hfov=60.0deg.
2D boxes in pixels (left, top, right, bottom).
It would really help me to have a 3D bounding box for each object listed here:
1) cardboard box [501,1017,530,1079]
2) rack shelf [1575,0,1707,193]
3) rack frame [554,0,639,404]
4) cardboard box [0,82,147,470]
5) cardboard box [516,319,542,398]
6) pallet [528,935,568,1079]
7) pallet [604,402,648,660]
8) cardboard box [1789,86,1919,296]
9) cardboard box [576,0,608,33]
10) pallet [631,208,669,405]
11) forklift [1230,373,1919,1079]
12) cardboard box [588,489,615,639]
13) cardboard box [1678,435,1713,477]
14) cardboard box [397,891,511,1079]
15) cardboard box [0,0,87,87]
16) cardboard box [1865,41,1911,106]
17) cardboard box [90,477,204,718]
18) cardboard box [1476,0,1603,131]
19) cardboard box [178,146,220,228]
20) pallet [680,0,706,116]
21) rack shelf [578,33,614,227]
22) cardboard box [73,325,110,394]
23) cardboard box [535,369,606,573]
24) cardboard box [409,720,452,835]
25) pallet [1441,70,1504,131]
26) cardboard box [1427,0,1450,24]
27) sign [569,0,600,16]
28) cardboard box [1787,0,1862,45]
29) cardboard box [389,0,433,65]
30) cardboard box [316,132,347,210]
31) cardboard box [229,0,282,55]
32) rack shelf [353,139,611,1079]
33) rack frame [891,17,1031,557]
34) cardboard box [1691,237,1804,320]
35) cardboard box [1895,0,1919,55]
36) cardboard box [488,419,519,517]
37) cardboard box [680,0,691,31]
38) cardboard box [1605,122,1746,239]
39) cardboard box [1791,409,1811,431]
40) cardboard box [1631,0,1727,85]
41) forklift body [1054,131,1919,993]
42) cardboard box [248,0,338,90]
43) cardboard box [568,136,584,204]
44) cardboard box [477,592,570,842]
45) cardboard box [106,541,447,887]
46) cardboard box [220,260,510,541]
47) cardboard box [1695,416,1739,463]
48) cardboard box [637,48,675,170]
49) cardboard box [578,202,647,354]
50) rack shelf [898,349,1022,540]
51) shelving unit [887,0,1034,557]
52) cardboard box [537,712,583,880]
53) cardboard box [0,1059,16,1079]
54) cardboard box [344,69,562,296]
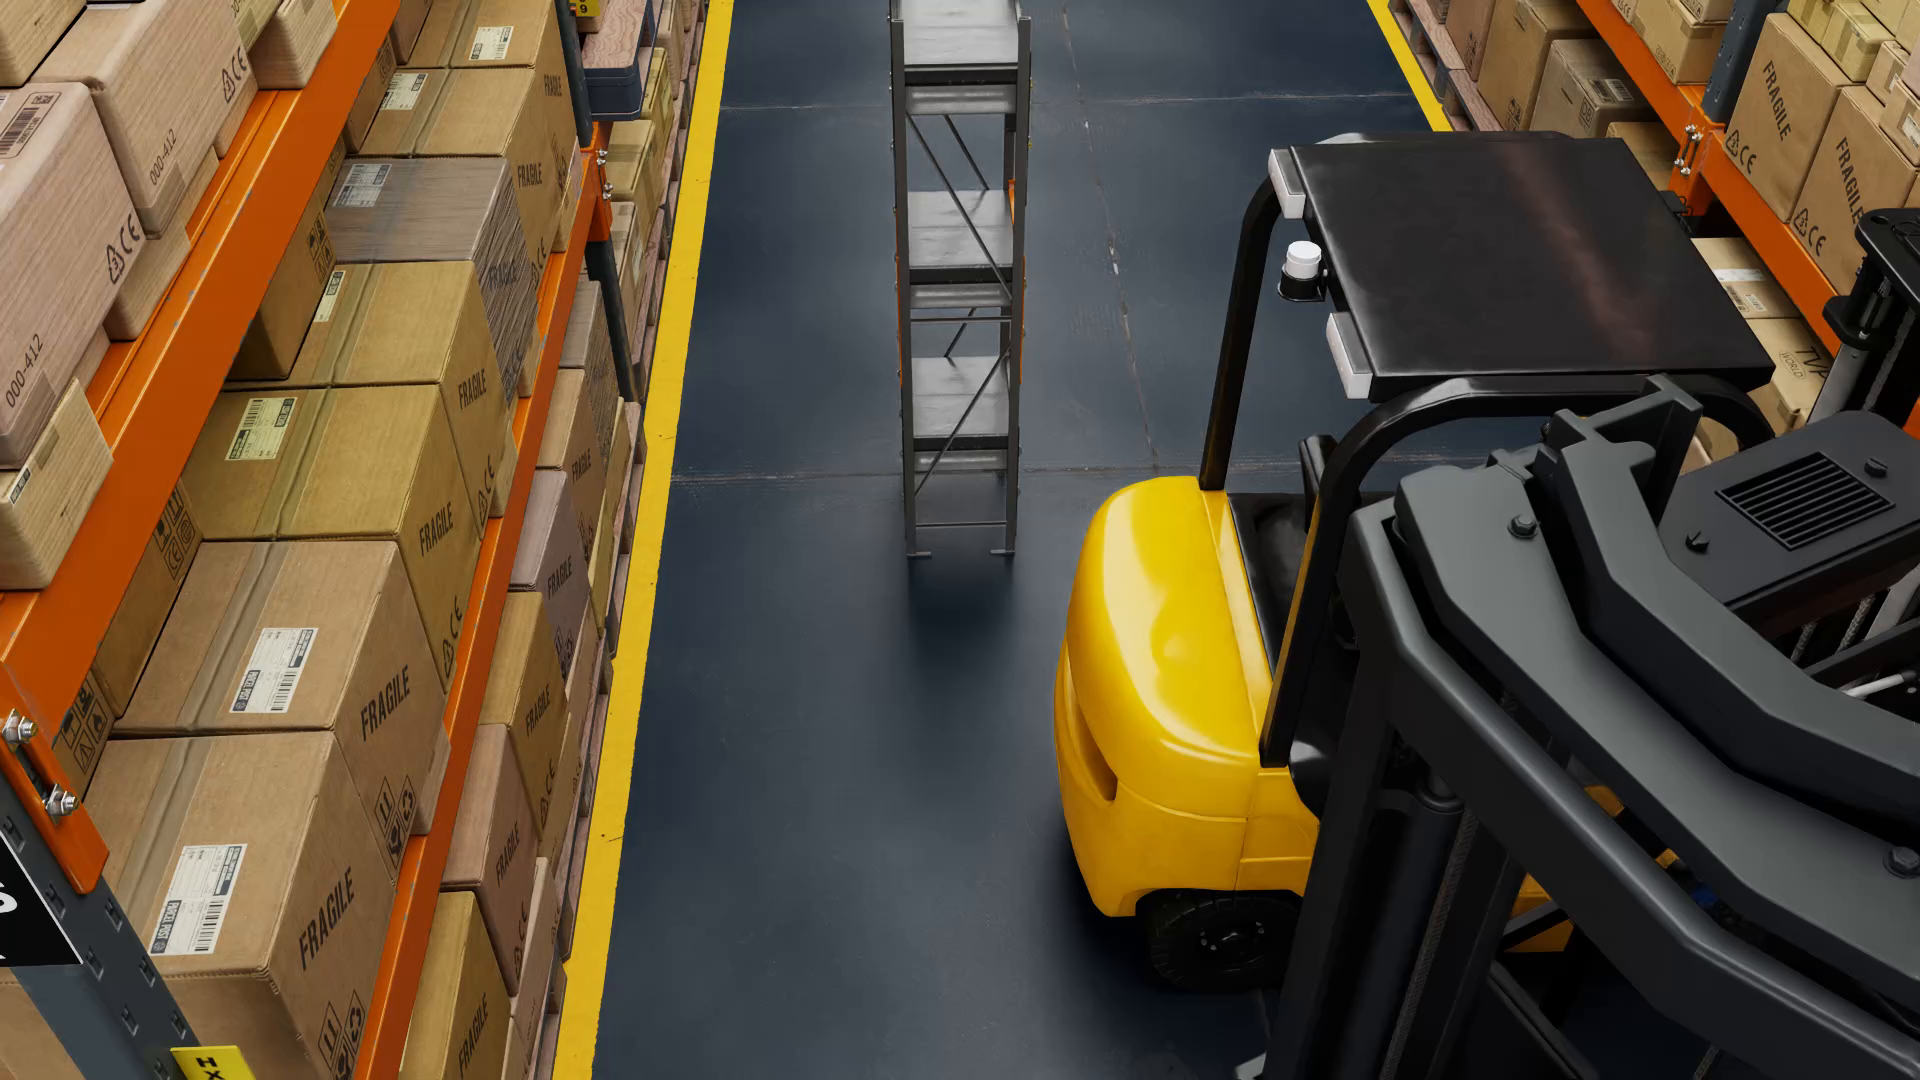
[{"bbox_3d":[-1.377,1.483,4.137,0.500,0.250,0.500,-2,43,-2],"label":"cardboard box"},{"bbox_3d":[3.085,-2.754,7.567,1.077,0.370,4.000,-2,43,-2],"label":"rack shelf"},{"bbox_3d":[-1.789,-1.524,5.693,1.000,3.000,0.127,-2,43,-2],"label":"rack frame"},{"bbox_3d":[-1.375,-0.331,2.062,0.500,0.250,0.500,-2,43,-3],"label":"cardboard box"},{"bbox_3d":[-1.425,-0.537,4.802,0.380,0.149,0.250,-2,43,-2],"label":"cardboard box"},{"bbox_3d":[-1.622,1.604,4.344,1.003,0.211,1.213,-2,43,-2],"label":"pallet"},{"bbox_3d":[-1.726,-0.044,6.141,1.003,0.211,1.213,-2,43,-2],"label":"pallet"},{"bbox_3d":[2.966,-1.048,5.099,0.500,0.500,0.500,-1,43,-1],"label":"cardboard box"},{"bbox_3d":[-1.497,-1.968,6.053,0.380,0.149,0.250,-1,43,-1],"label":"cardboard box"},{"bbox_3d":[-1.824,-1.022,7.208,1.003,0.211,1.213,-2,43,-2],"label":"pallet"},{"bbox_3d":[1.367,0.990,3.001,3.031,2.935,1.130,-19,46,-20],"label":"forklift"},{"bbox_3d":[-1.463,0.085,5.661,0.500,0.250,0.500,-3,43,-3],"label":"cardboard box"},{"bbox_3d":[2.896,-0.132,5.898,0.500,0.250,0.500,-3,43,-3],"label":"cardboard box"},{"bbox_3d":[-1.379,1.190,3.901,0.500,0.500,0.500,-3,43,-3],"label":"cardboard box"},{"bbox_3d":[-1.406,-0.717,2.188,0.380,0.149,0.250,-2,43,-2],"label":"cardboard box"},{"bbox_3d":[2.972,-1.372,4.973,0.380,0.149,0.250,-2,43,-2],"label":"cardboard box"},{"bbox_3d":[-1.873,-0.019,3.017,0.700,0.500,0.500,-1,43,-1],"label":"cardboard box"},{"bbox_3d":[3.077,-2.332,8.021,0.875,0.625,0.625,-3,43,-4],"label":"cardboard box"},{"bbox_3d":[-1.422,-0.591,2.641,0.380,0.149,0.250,-2,43,-2],"label":"cardboard box"},{"bbox_3d":[-1.928,-2.669,9.005,1.003,0.211,1.213,-2,43,-2],"label":"pallet"},{"bbox_3d":[-1.874,-2.609,7.409,1.077,0.370,4.000,-2,43,-2],"label":"rack shelf"},{"bbox_3d":[-1.410,-0.245,2.263,0.380,0.149,0.250,-3,43,-3],"label":"cardboard box"},{"bbox_3d":[-1.473,-0.207,5.425,0.500,0.500,0.500,-1,43,-1],"label":"cardboard box"},{"bbox_3d":[-1.347,0.510,3.660,0.380,0.149,0.250,-1,43,-1],"label":"cardboard box"},{"bbox_3d":[3.045,-1.963,8.235,1.003,0.211,1.213,-2,43,-2],"label":"pallet"},{"bbox_3d":[3.013,-3.227,8.998,0.875,0.625,0.625,0,43,0],"label":"cardboard box"},{"bbox_3d":[-1.248,-1.864,5.423,0.100,0.325,0.005,-2,43,-2],"label":"sign"},{"bbox_3d":[2.920,-1.722,5.355,0.380,0.149,0.250,-2,43,-2],"label":"cardboard box"},{"bbox_3d":[-1.987,-1.736,4.890,0.700,0.500,0.500,-2,43,-2],"label":"cardboard box"},{"bbox_3d":[-1.993,-1.051,4.142,0.700,0.500,0.500,-3,43,-3],"label":"cardboard box"},{"bbox_3d":[-1.433,-1.019,2.813,0.500,0.250,0.500,0,43,-1],"label":"cardboard box"},{"bbox_3d":[-1.704,0.091,4.463,1.077,0.370,4.000,-2,43,-2],"label":"rack shelf"},{"bbox_3d":[0.003,-0.721,5.483,0.400,2.100,0.015,-2,43,-2],"label":"rack frame"},{"bbox_3d":[2.877,-0.843,5.934,0.500,0.250,0.500,-2,43,-2],"label":"cardboard box"},{"bbox_3d":[3.008,-1.485,4.876,0.380,0.149,0.250,-2,43,-3],"label":"cardboard box"},{"bbox_3d":[-1.397,-0.191,4.424,0.380,0.149,0.250,-1,43,-1],"label":"cardboard box"},{"bbox_3d":[-1.945,-3.029,8.968,0.950,0.372,0.625,-4,43,-5],"label":"cardboard box"},{"bbox_3d":[3.136,-1.300,6.895,0.875,0.625,0.625,0,43,0],"label":"cardboard box"},{"bbox_3d":[2.921,-0.162,5.191,0.500,0.250,0.500,0,43,0],"label":"cardboard box"},{"bbox_3d":[2.887,-1.946,6.264,0.500,0.250,0.500,-1,43,-1],"label":"cardboard box"},{"bbox_3d":[1.436,0.117,4.531,2.313,2.155,1.214,-2,43,-2],"label":"forklift body"},{"bbox_3d":[-1.368,-0.942,3.024,0.380,0.149,0.250,-1,43,-1],"label":"cardboard box"},{"bbox_3d":[-1.471,-1.223,5.550,0.380,0.149,0.250,-2,43,-2],"label":"cardboard box"},{"bbox_3d":[-1.419,0.499,4.655,0.500,0.500,0.500,-1,43,-1],"label":"cardboard box"},{"bbox_3d":[-1.388,0.353,3.351,0.500,0.500,0.500,0,43,0],"label":"cardboard box"},{"bbox_3d":[-1.440,-0.334,4.101,0.500,0.500,0.500,-2,43,-3],"label":"cardboard box"},{"bbox_3d":[2.905,-0.319,5.732,0.500,0.250,0.500,-2,43,-2],"label":"cardboard box"},{"bbox_3d":[-1.879,-2.019,7.866,0.950,0.372,0.625,0,43,0],"label":"cardboard box"},{"bbox_3d":[-1.814,-1.064,6.825,0.950,0.372,0.625,-1,43,-1],"label":"cardboard box"},{"bbox_3d":[-0.007,-0.360,6.145,0.431,0.518,0.480,-2,43,-2],"label":"rack shelf"},{"bbox_3d":[-0.007,-0.886,5.662,0.431,2.100,0.503,-2,43,-2],"label":"shelving unit"},{"bbox_3d":[-1.427,0.770,4.914,0.500,0.250,0.500,1,43,1],"label":"cardboard box"},{"bbox_3d":[-1.918,0.671,3.003,0.500,0.500,0.500,-2,43,-3],"label":"cardboard box"},{"bbox_3d":[-1.493,-1.030,4.860,0.500,0.500,0.500,0,43,0],"label":"cardboard box"}]
